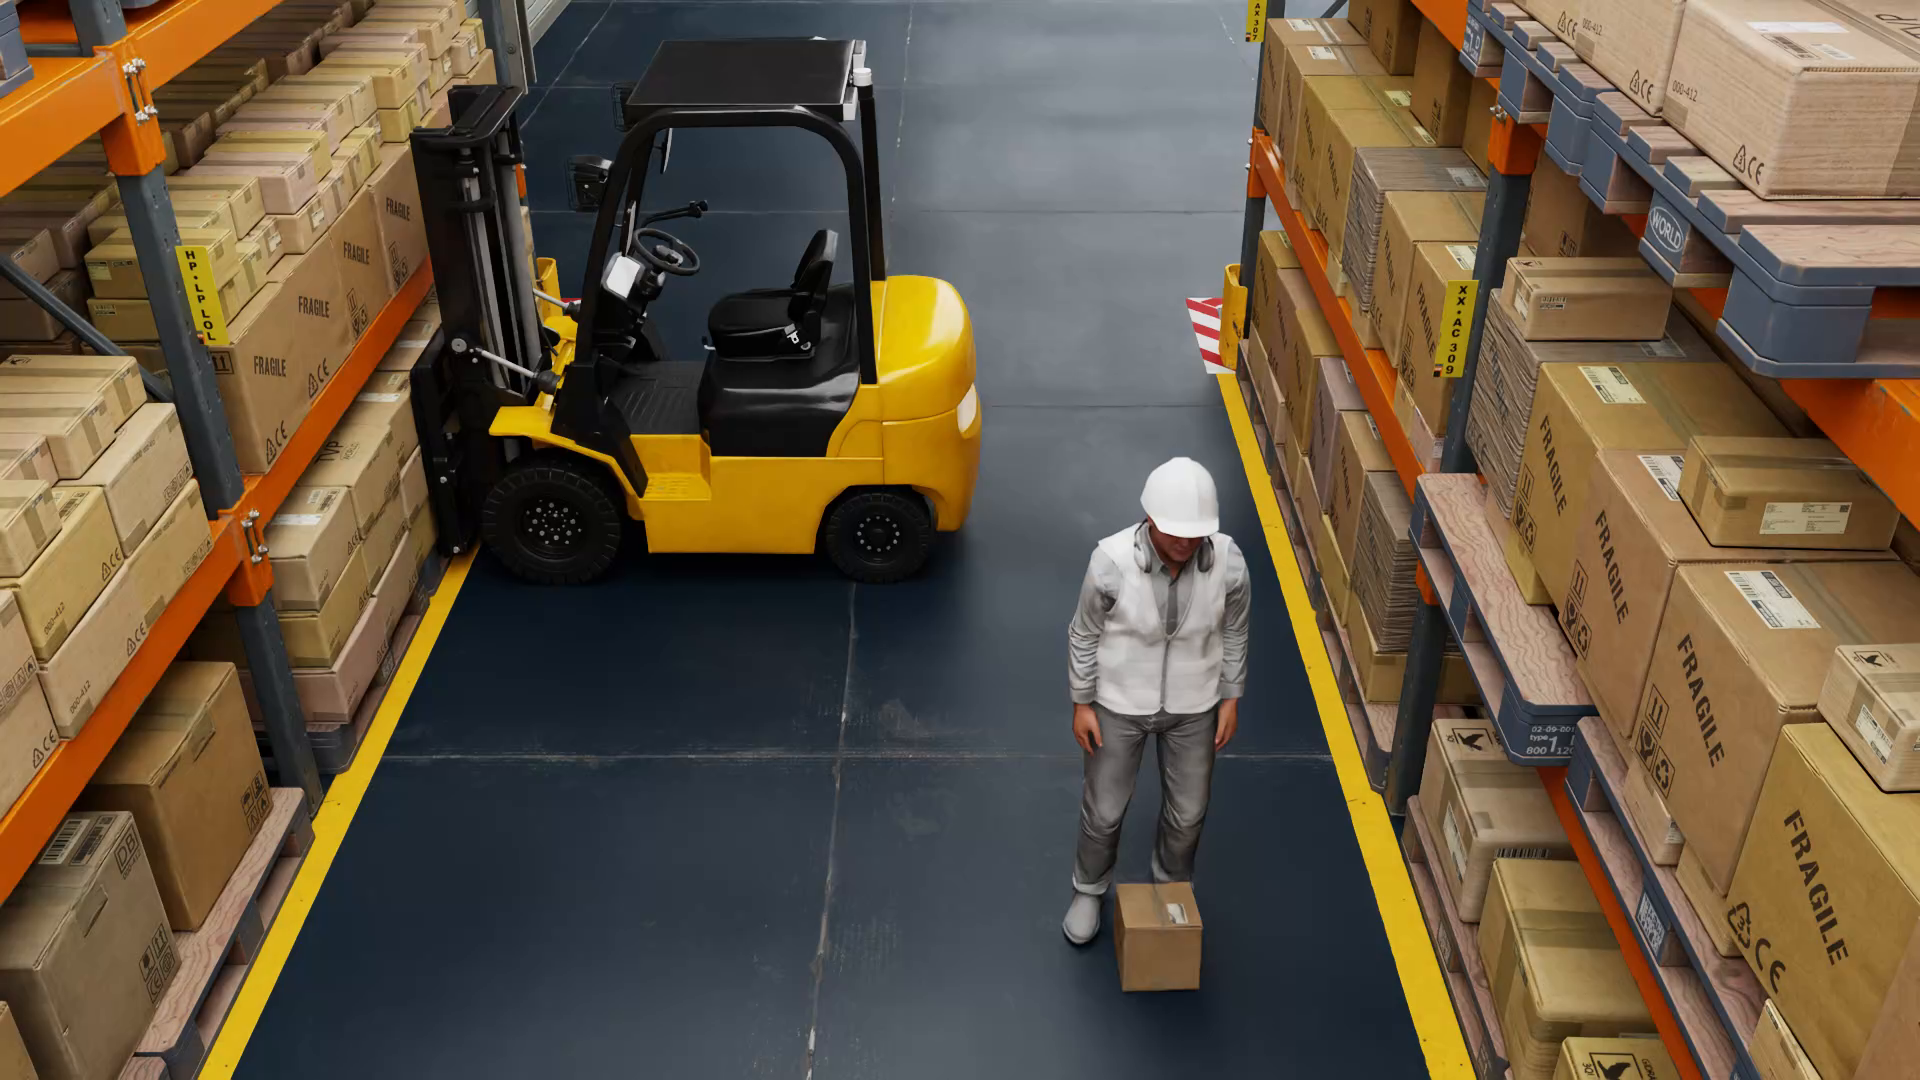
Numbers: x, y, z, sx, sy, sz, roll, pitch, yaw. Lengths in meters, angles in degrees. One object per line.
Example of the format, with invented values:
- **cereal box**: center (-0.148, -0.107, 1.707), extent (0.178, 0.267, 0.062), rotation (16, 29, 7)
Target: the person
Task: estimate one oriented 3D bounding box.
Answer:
- **person**: center (0.622, 0.507, 5.275), extent (0.570, 1.772, 0.456), rotation (-2, 31, -3)
